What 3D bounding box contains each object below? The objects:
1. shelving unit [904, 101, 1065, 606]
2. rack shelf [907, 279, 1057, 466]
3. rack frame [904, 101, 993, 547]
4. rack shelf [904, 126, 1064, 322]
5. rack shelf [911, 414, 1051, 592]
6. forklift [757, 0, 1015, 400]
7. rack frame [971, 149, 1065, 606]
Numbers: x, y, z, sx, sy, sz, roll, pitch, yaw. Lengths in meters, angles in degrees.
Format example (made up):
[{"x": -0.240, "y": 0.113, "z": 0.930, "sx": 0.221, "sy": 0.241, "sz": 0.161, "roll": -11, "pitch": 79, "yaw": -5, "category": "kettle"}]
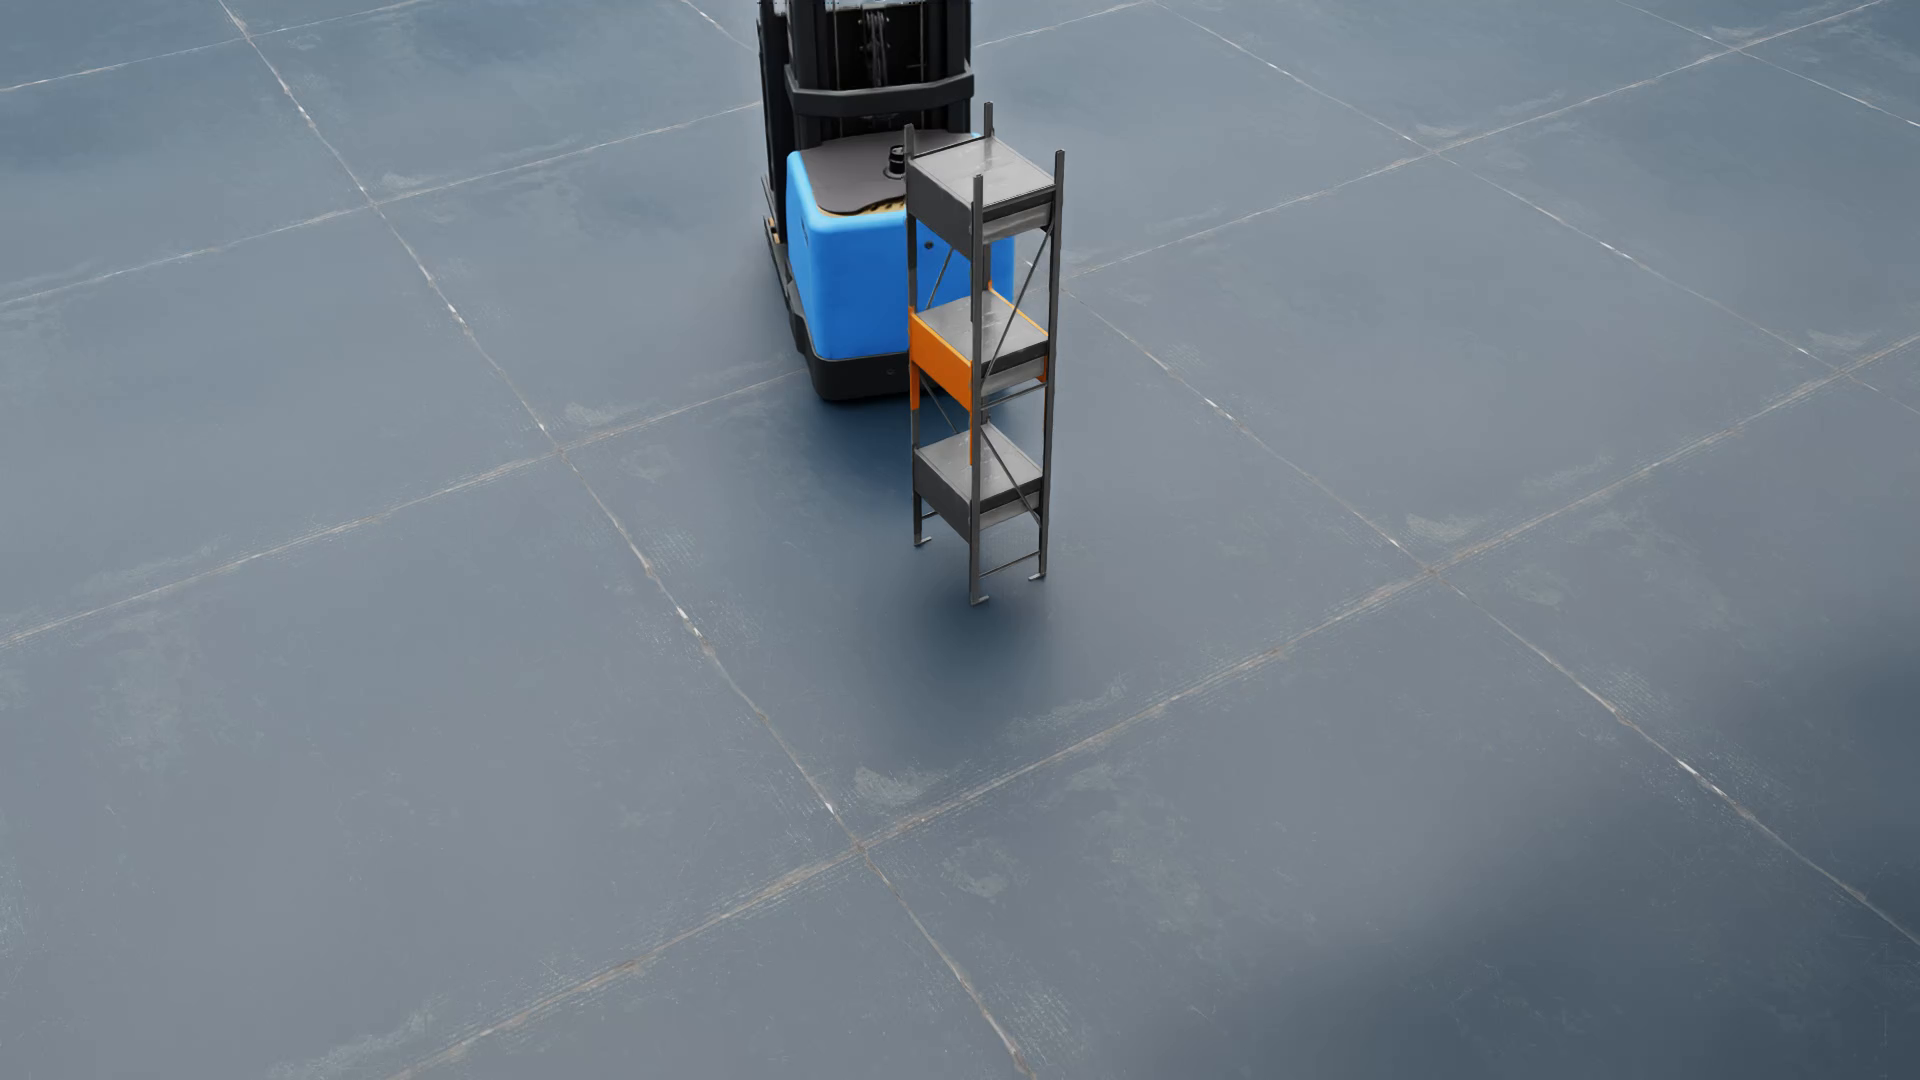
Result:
[{"x": 0.089, "y": -0.717, "z": 6.971, "sx": 0.431, "sy": 2.100, "sz": 0.503, "roll": -22, "pitch": 45, "yaw": -24, "category": "shelving unit"}, {"x": 0.089, "y": -0.707, "z": 6.979, "sx": 0.431, "sy": 0.518, "sz": 0.480, "roll": -22, "pitch": 45, "yaw": -24, "category": "rack shelf"}, {"x": -0.042, "y": -0.849, "z": 7.129, "sx": 0.400, "sy": 2.100, "sz": 0.015, "roll": -22, "pitch": 45, "yaw": -24, "category": "rack frame"}, {"x": 0.089, "y": -1.245, "z": 6.531, "sx": 0.431, "sy": 0.518, "sz": 0.480, "roll": -22, "pitch": 45, "yaw": -24, "category": "rack shelf"}, {"x": 0.089, "y": -0.169, "z": 7.427, "sx": 0.431, "sy": 0.518, "sz": 0.480, "roll": -22, "pitch": 45, "yaw": -24, "category": "rack shelf"}, {"x": -0.539, "y": -2.791, "z": 8.809, "sx": 1.130, "sy": 2.935, "sz": 3.031, "roll": -8, "pitch": 41, "yaw": -10, "category": "forklift"}, {"x": 0.220, "y": -0.586, "z": 6.813, "sx": 0.400, "sy": 2.100, "sz": 0.015, "roll": -22, "pitch": 45, "yaw": -24, "category": "rack frame"}]
